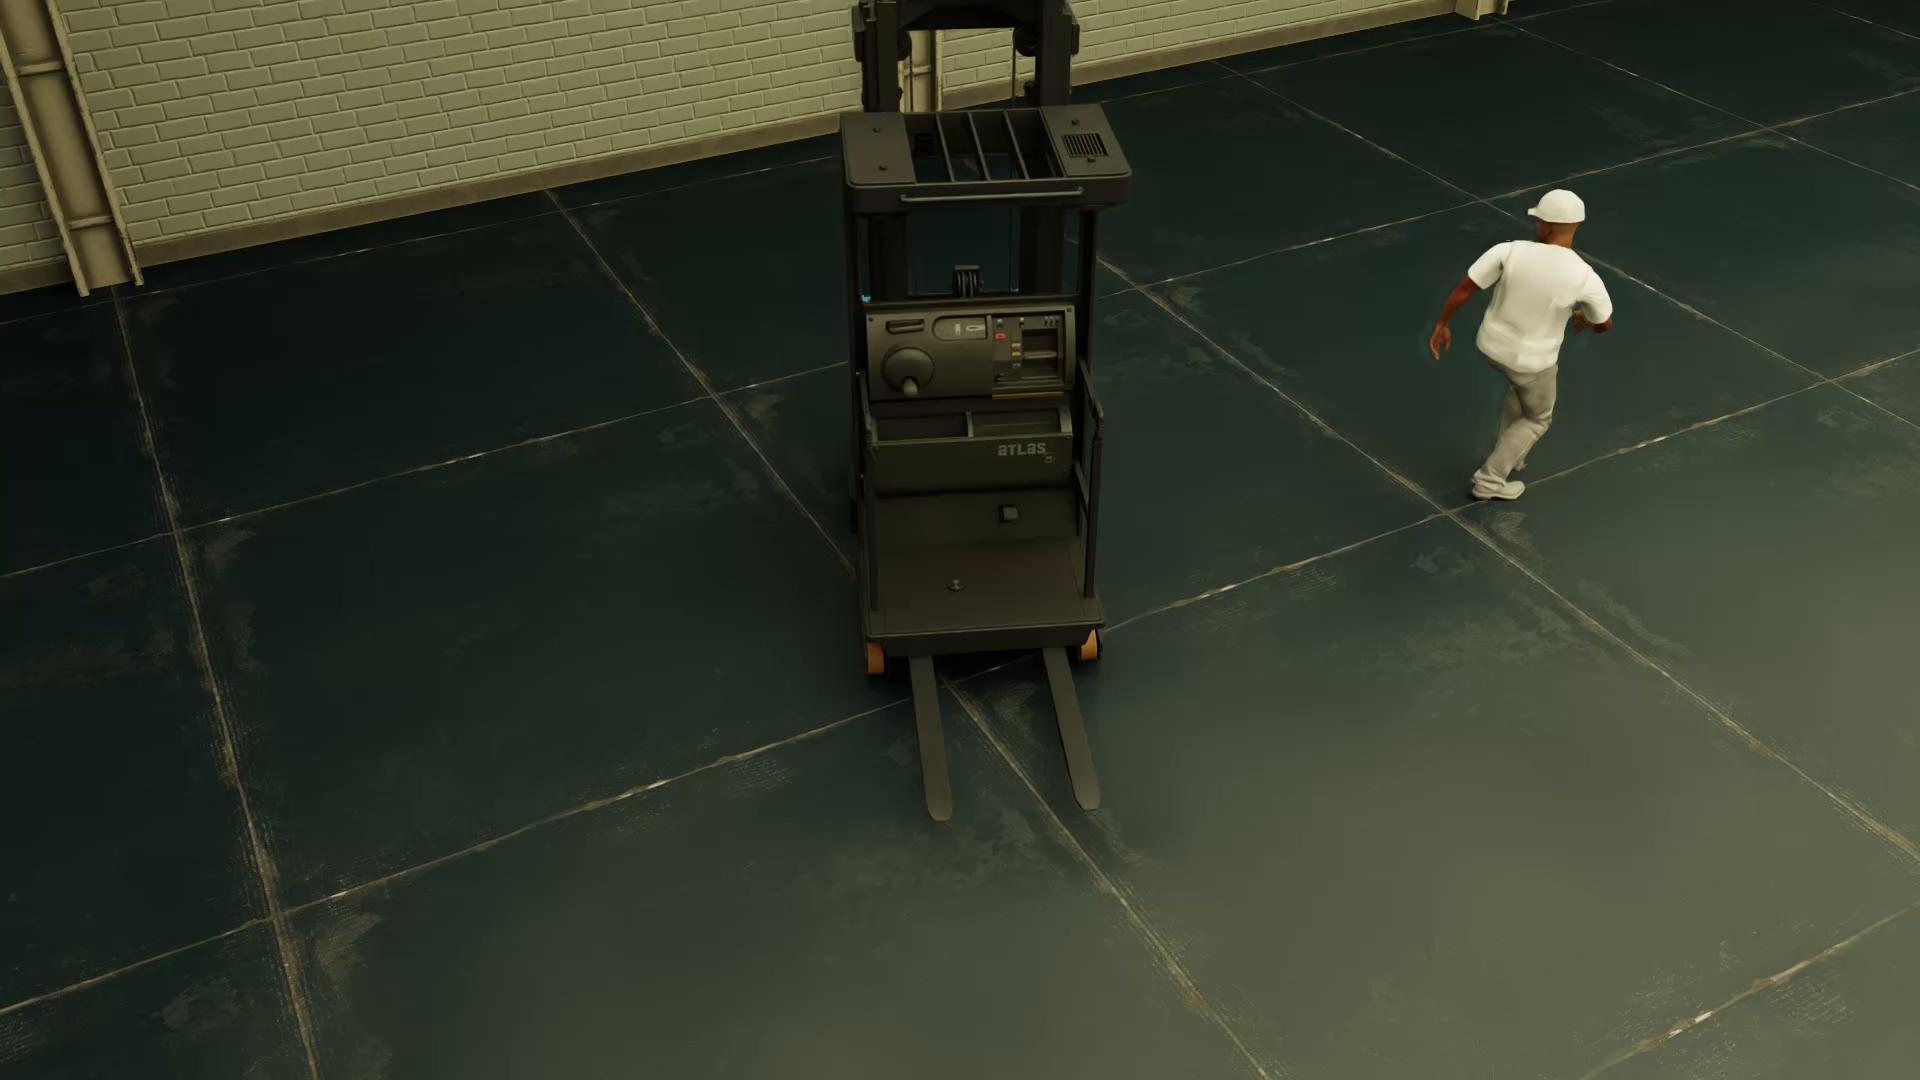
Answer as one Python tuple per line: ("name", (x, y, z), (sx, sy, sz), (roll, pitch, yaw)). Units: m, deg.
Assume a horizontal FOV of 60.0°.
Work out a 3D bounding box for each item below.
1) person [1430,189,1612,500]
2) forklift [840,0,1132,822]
("person", (2.919, -0.961, 8.600), (0.817, 1.762, 0.657), (-23, 41, -29))
("forklift", (0.074, -0.775, 7.219), (1.130, 2.935, 3.031), (-3, 35, -5))
